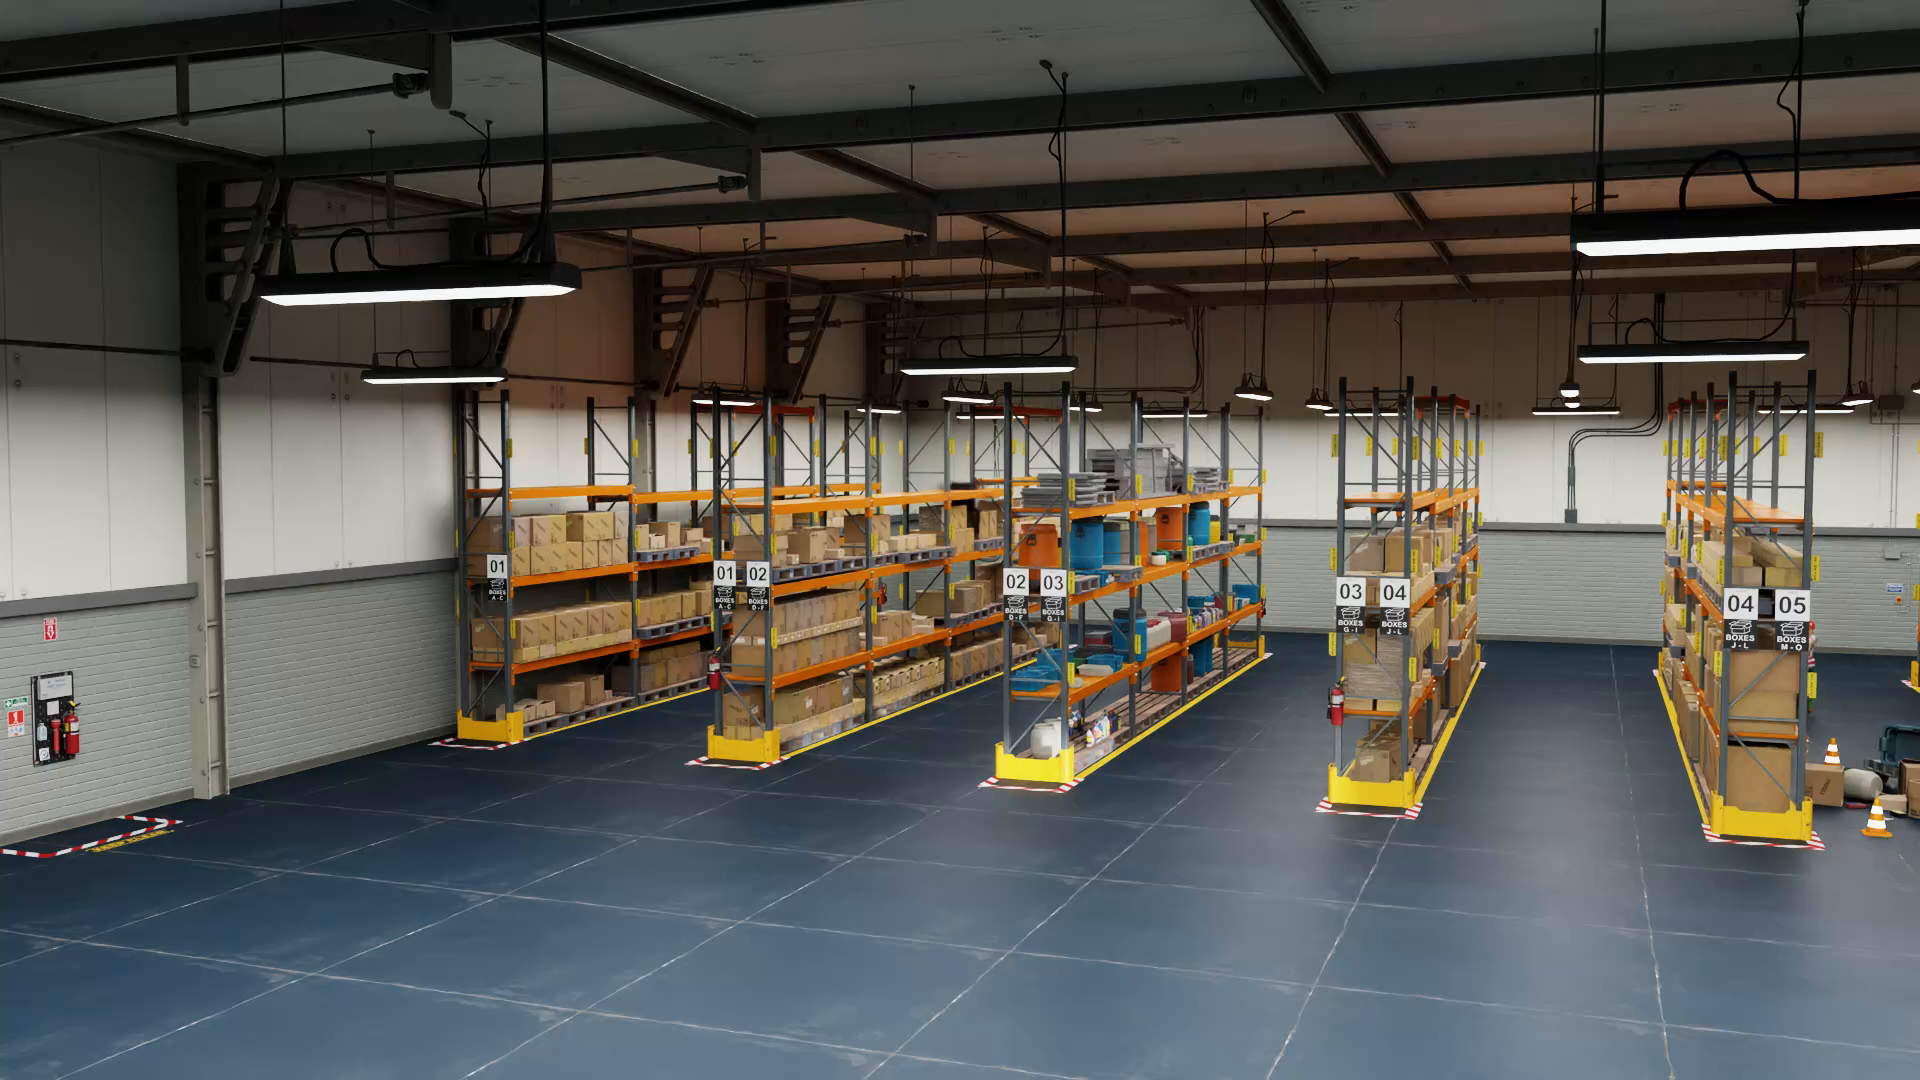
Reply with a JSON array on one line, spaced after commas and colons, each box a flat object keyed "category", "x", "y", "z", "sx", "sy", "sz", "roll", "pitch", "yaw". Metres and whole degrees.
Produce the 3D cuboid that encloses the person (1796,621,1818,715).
[{"category": "person", "x": 15.746, "y": 2.397, "z": 31.095, "sx": 0.602, "sy": 1.805, "sz": 0.506, "roll": -2, "pitch": 4, "yaw": -32}]
